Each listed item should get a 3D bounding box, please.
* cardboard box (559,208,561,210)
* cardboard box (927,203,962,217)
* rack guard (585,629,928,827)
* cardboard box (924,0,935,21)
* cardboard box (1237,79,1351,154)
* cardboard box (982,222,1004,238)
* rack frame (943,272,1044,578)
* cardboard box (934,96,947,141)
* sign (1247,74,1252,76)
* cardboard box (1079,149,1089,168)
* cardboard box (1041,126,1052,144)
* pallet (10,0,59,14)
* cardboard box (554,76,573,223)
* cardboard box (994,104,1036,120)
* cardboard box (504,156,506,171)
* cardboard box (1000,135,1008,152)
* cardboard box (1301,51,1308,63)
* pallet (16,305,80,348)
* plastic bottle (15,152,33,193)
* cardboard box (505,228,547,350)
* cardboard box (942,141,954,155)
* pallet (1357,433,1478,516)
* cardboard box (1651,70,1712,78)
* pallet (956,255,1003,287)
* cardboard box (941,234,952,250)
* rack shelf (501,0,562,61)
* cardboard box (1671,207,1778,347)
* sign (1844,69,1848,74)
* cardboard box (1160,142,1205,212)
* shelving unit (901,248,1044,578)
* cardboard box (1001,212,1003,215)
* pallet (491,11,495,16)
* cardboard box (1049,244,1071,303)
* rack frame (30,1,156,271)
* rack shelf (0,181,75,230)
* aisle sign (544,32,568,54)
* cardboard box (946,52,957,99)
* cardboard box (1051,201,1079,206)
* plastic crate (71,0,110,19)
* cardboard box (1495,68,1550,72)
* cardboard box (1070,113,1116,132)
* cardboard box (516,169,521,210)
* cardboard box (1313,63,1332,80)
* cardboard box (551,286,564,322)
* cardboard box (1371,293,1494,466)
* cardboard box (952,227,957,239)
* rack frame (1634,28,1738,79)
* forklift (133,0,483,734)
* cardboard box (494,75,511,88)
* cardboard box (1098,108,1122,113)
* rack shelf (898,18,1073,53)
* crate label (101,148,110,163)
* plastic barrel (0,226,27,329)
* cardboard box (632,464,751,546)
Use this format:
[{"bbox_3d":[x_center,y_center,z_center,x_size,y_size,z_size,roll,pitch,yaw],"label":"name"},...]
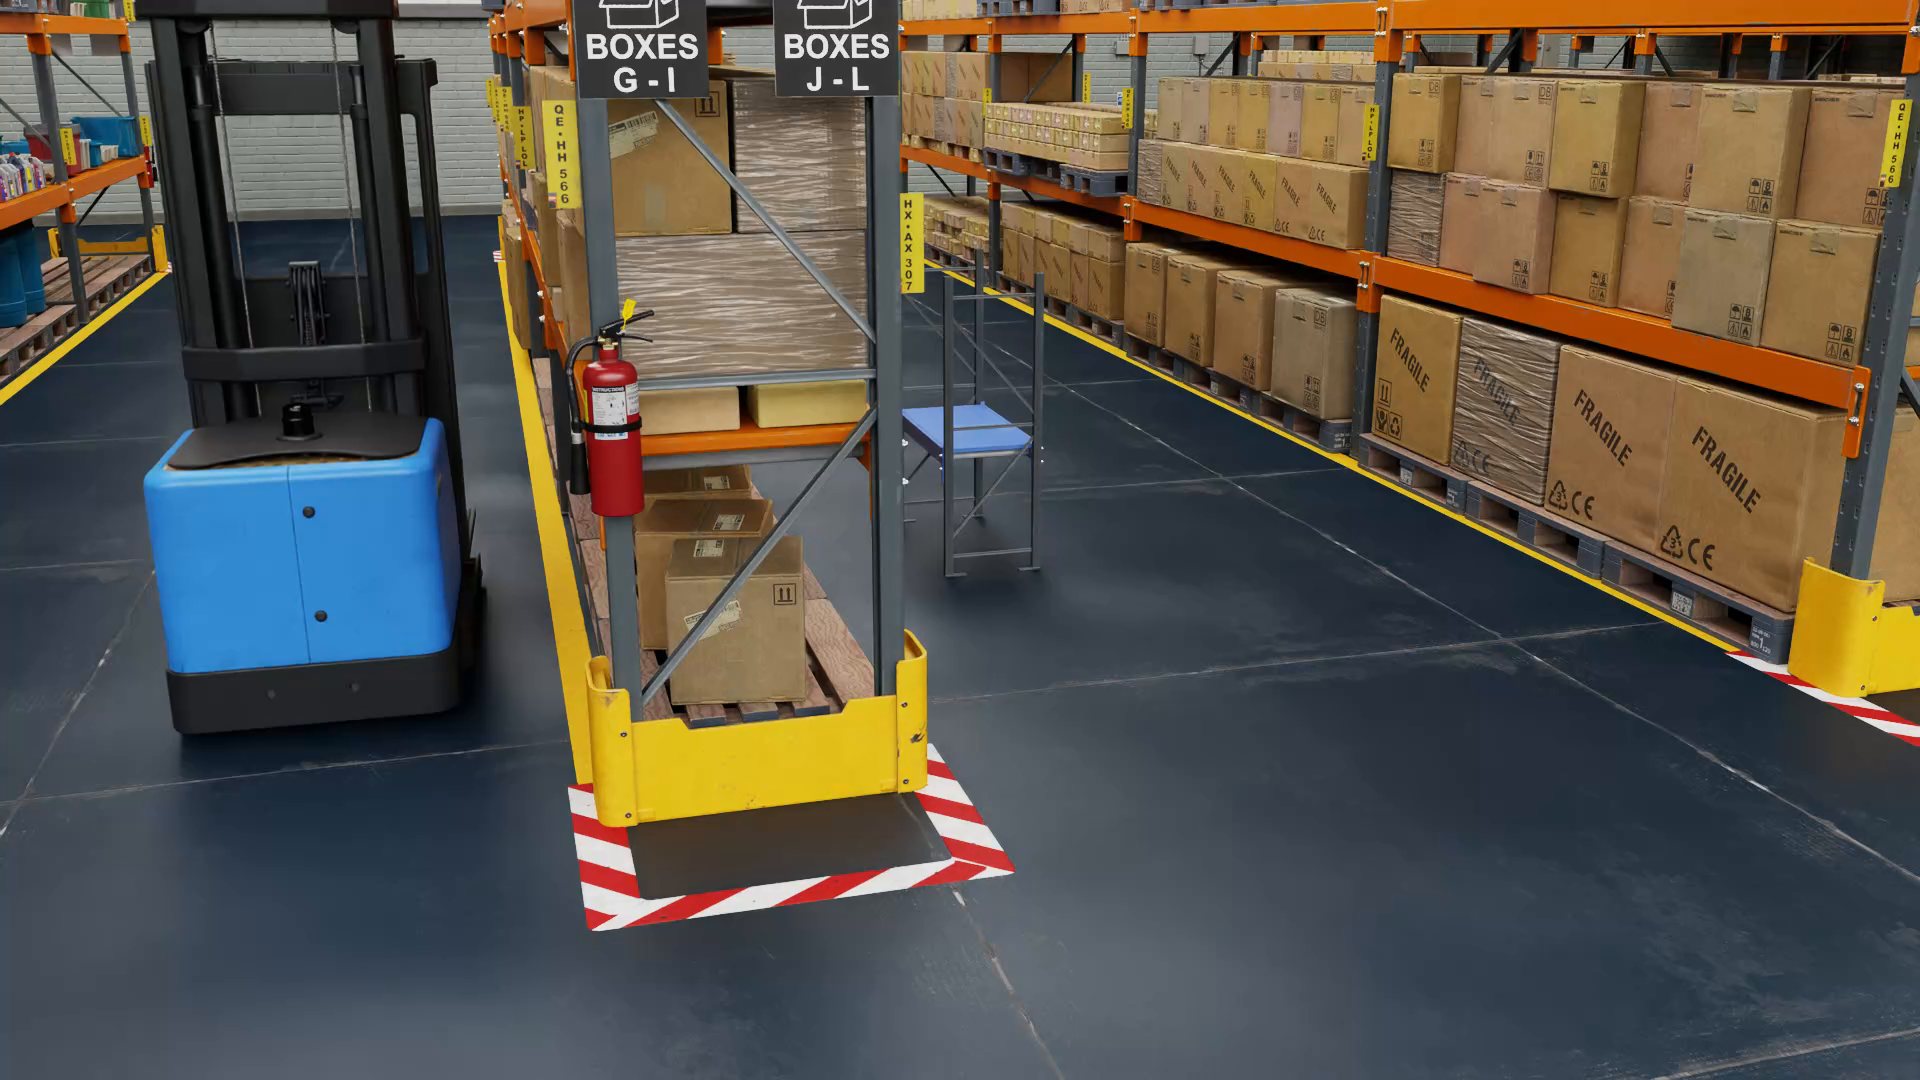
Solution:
[{"bbox_3d":[-1.290,-1.277,7.299,0.875,0.500,0.500,-5,17,-15],"label":"cardboard box"},{"bbox_3d":[-0.188,-4.053,20.422,0.380,0.149,0.250,-6,18,-18],"label":"cardboard box"},{"bbox_3d":[-0.711,0.653,5.908,1.175,0.500,0.348,-5,17,-15],"label":"rack guard"},{"bbox_3d":[-0.119,-6.246,19.577,0.500,0.250,0.500,-5,18,-17],"label":"cardboard box"},{"bbox_3d":[2.446,-3.079,12.076,0.700,0.500,0.500,-5,17,-16],"label":"cardboard box"},{"bbox_3d":[0.460,-3.405,18.264,0.380,0.149,0.250,-4,17,-14],"label":"cardboard box"},{"bbox_3d":[0.163,-0.554,8.190,0.500,1.500,0.032,-5,17,-15],"label":"rack frame"},{"bbox_3d":[0.007,-4.934,19.473,0.500,0.500,0.500,-5,17,-17],"label":"cardboard box"},{"bbox_3d":[3.906,-6.142,22.544,0.100,0.325,0.005,-5,17,-15],"label":"sign"},{"bbox_3d":[1.264,-3.350,14.596,0.380,0.149,0.250,-5,17,-15],"label":"cardboard box"},{"bbox_3d":[0.978,-3.780,15.513,0.380,0.149,0.250,-4,17,-14],"label":"cardboard box"},{"bbox_3d":[-8.441,-4.588,14.125,1.213,0.211,1.003,-5,17,-15],"label":"pallet"},{"bbox_3d":[-1.222,-1.462,6.178,0.500,0.500,0.500,-5,17,-15],"label":"cardboard box"},{"bbox_3d":[0.557,-4.350,16.892,0.380,0.149,0.250,-4,17,-14],"label":"cardboard box"},{"bbox_3d":[-4.458,-3.852,16.997,0.380,0.149,0.250,-4,17,-14],"label":"cardboard box"},{"bbox_3d":[0.621,-3.996,16.748,0.380,0.149,0.250,-5,17,-15],"label":"cardboard box"},{"bbox_3d":[4.586,-6.162,21.211,0.380,0.149,0.250,-5,17,-15],"label":"cardboard box"},{"bbox_3d":[-8.579,-1.898,14.905,1.003,0.211,1.213,-5,17,-15],"label":"pallet"},{"bbox_3d":[-8.183,-3.199,14.472,0.144,0.351,0.185,-5,17,-15],"label":"plastic bottle"},{"bbox_3d":[-3.059,-2.112,13.732,1.225,0.875,0.875,-6,18,-18],"label":"cardboard box"},{"bbox_3d":[0.006,-4.573,19.399,0.380,0.149,0.250,-4,17,-14],"label":"cardboard box"},{"bbox_3d":[3.141,-0.441,10.055,1.003,0.211,1.213,-5,17,-15],"label":"pallet"},{"bbox_3d":[6.739,-4.202,15.814,0.500,0.500,0.500,-5,18,-17],"label":"cardboard box"},{"bbox_3d":[0.590,-3.054,18.751,1.003,0.211,1.213,-5,17,-15],"label":"pallet"},{"bbox_3d":[-0.017,-3.551,19.787,0.380,0.149,0.250,-5,17,-15],"label":"cardboard box"},{"bbox_3d":[-2.339,-3.275,10.676,1.077,0.370,4.000,-5,17,-15],"label":"rack shelf"},{"bbox_3d":[3.789,-1.208,7.500,0.875,0.550,0.550,-5,17,-15],"label":"cardboard box"},{"bbox_3d":[10.844,-5.618,20.430,0.100,0.325,0.005,-5,17,-15],"label":"sign"},{"bbox_3d":[1.914,-2.862,13.091,0.500,0.500,0.500,-5,17,-16],"label":"cardboard box"},{"bbox_3d":[0.023,-0.695,8.658,0.538,1.500,1.048,-5,17,-15],"label":"shelving unit"},{"bbox_3d":[0.692,-3.733,19.356,0.380,0.149,0.250,-4,17,-14],"label":"cardboard box"},{"bbox_3d":[-4.874,-6.138,19.113,1.003,0.211,1.213,-5,17,-15],"label":"pallet"},{"bbox_3d":[1.175,-2.554,15.856,0.500,0.500,0.500,-6,18,-18],"label":"cardboard box"},{"bbox_3d":[-9.850,-4.557,18.909,1.000,3.000,0.127,-5,17,-15],"label":"rack frame"},{"bbox_3d":[-8.201,-2.553,13.487,1.077,0.370,4.000,-5,17,-15],"label":"rack shelf"},{"bbox_3d":[-4.819,-6.237,19.983,0.394,0.787,0.004,-5,17,-15],"label":"aisle sign"},{"bbox_3d":[0.145,-5.269,18.851,0.500,0.500,0.500,-4,17,-14],"label":"cardboard box"},{"bbox_3d":[1.256,-3.383,17.313,0.500,0.250,0.500,-5,17,-17],"label":"cardboard box"},{"bbox_3d":[-9.304,-5.642,17.674,0.450,0.188,0.336,-5,17,-15],"label":"plastic crate"},{"bbox_3d":[5.835,-4.588,17.100,0.500,0.500,0.500,-5,17,-16],"label":"cardboard box"},{"bbox_3d":[1.193,-3.707,14.752,0.380,0.149,0.250,-4,17,-14],"label":"cardboard box"},{"bbox_3d":[-3.263,-2.900,13.220,0.500,0.500,0.500,-4,17,-14],"label":"cardboard box"},{"bbox_3d":[4.735,-5.681,20.740,0.500,0.500,0.500,-5,17,-15],"label":"cardboard box"},{"bbox_3d":[-1.761,-1.148,7.996,0.380,0.149,0.250,-5,17,-15],"label":"cardboard box"},{"bbox_3d":[3.113,-0.997,10.022,0.875,0.875,0.875,-4,17,-14],"label":"cardboard box"},{"bbox_3d":[0.122,-3.615,19.481,0.380,0.149,0.250,-6,18,-18],"label":"cardboard box"},{"bbox_3d":[6.639,-3.519,15.454,1.000,3.000,0.127,-5,17,-15],"label":"rack frame"},{"bbox_3d":[-2.821,-1.056,7.371,1.130,2.935,3.031,-4,17,-13],"label":"forklift"},{"bbox_3d":[-4.930,-4.943,18.634,0.500,0.500,0.500,-5,17,-17],"label":"cardboard box"},{"bbox_3d":[1.539,-4.041,15.865,0.380,0.149,0.250,-5,17,-16],"label":"cardboard box"},{"bbox_3d":[0.259,-5.852,19.255,1.077,0.370,4.000,-5,17,-15],"label":"rack shelf"},{"bbox_3d":[-9.286,-4.092,17.714,0.396,0.136,0.243,-5,17,-15],"label":"crate label"},{"bbox_3d":[-8.423,-2.299,14.309,0.600,0.901,0.708,-5,17,-15],"label":"plastic barrel"},{"bbox_3d":[-1.307,-0.196,8.006,0.500,0.500,0.500,-6,18,-20],"label":"cardboard box"}]
